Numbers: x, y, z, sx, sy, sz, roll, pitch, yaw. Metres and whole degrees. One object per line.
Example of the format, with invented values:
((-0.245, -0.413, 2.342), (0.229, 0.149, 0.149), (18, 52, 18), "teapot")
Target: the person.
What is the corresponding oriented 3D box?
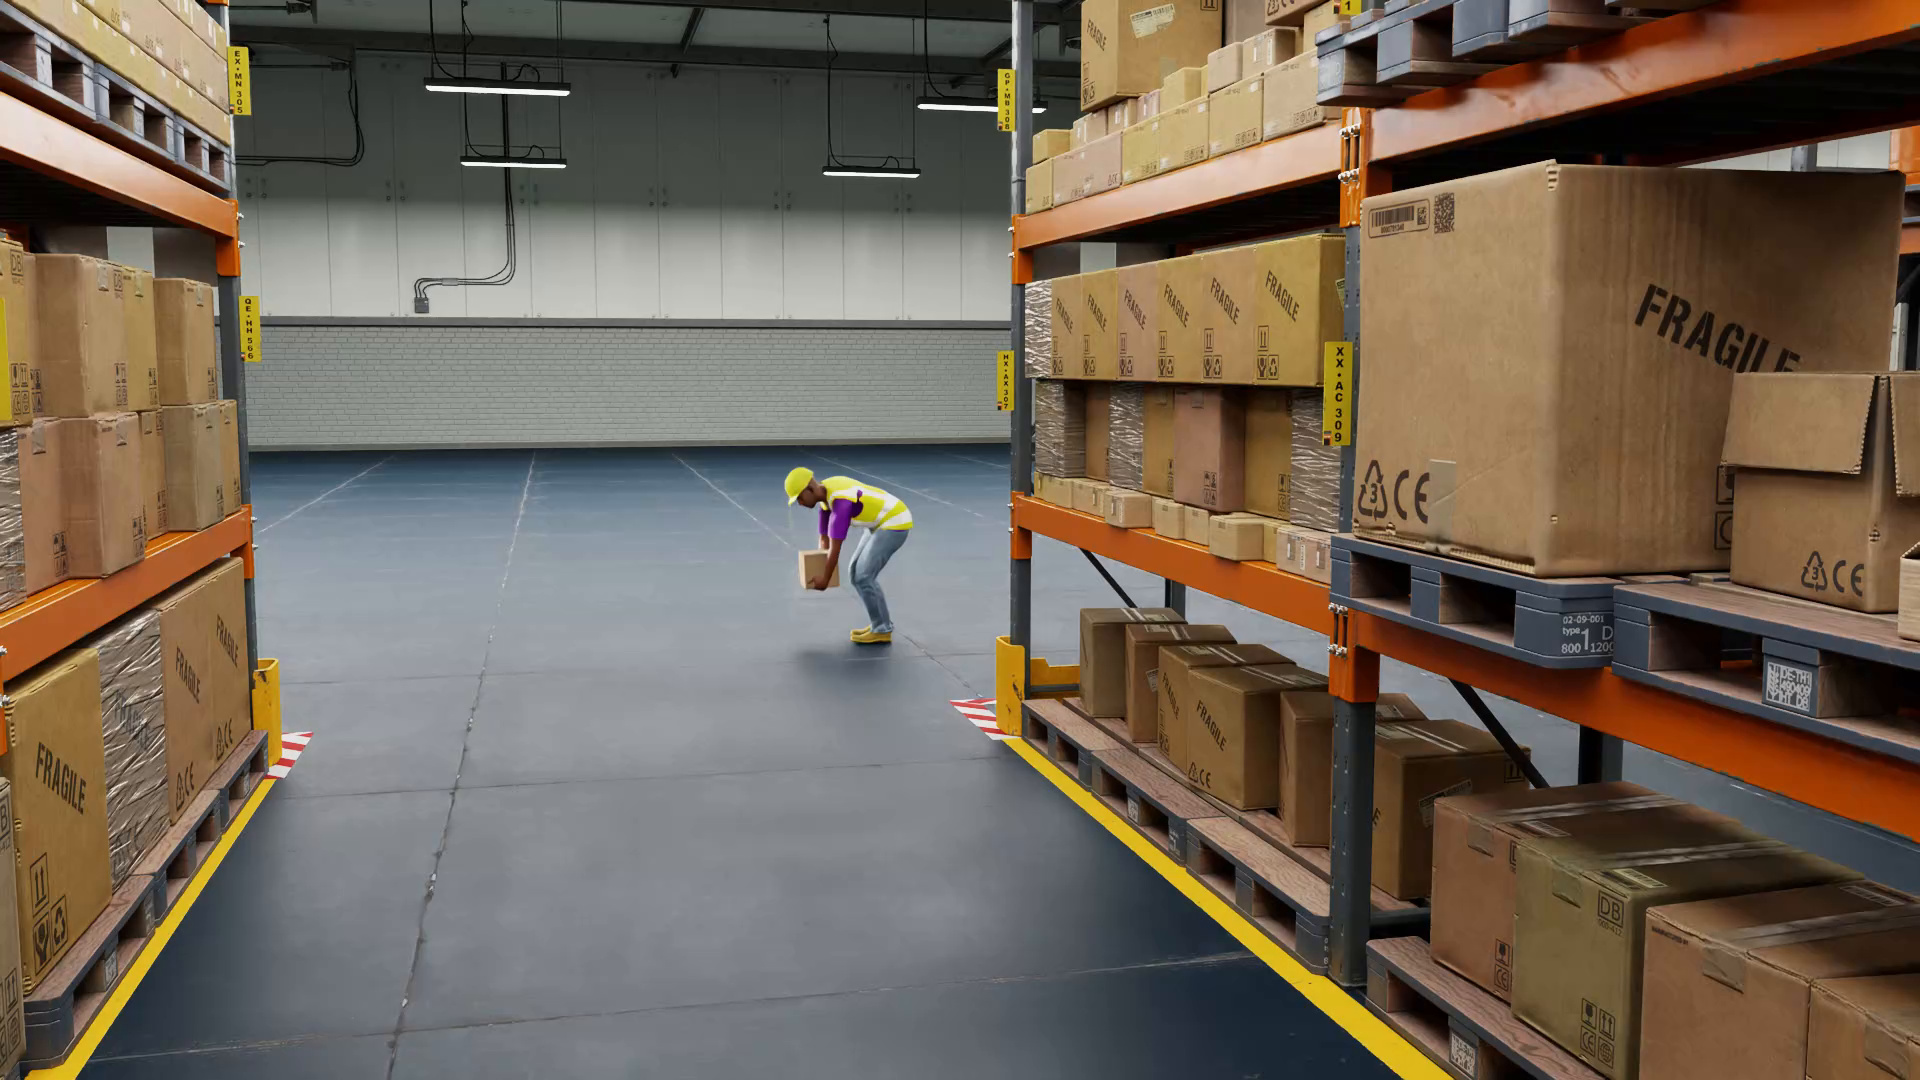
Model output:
((-0.808, 0.107, 12.108), (0.932, 1.283, 0.494), (-2, 6, -16), "person")
